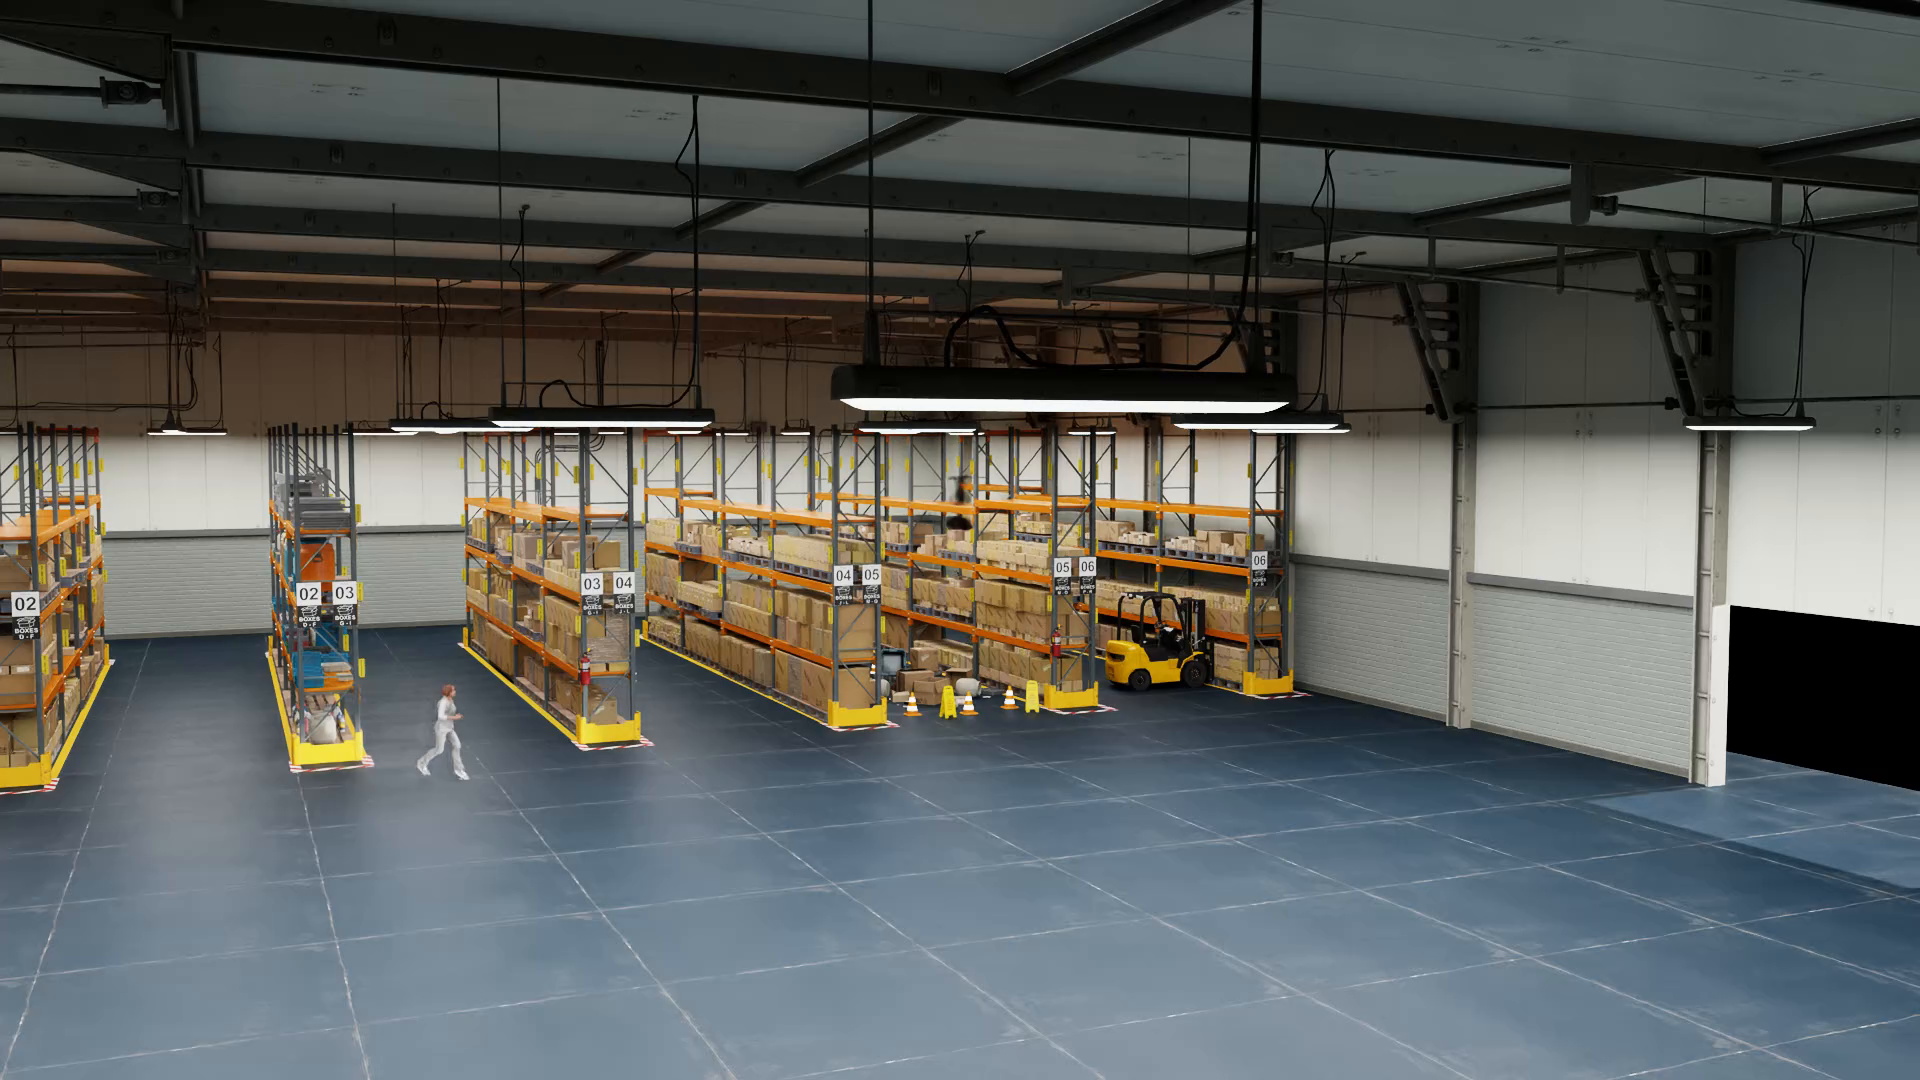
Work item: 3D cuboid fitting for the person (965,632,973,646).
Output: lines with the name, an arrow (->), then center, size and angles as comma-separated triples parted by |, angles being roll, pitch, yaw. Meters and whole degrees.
person -> 0.327, 2.092, 45.721 | 0.646, 1.696, 0.605 | -3, 4, -36

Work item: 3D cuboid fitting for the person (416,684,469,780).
person -> -8.695, 3.220, 27.921 | 0.890, 1.617, 0.562 | 0, 3, 1

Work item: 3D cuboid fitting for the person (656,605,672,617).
person -> -8.582, 1.925, 48.965 | 0.722, 1.709, 0.554 | -1, 4, -23
